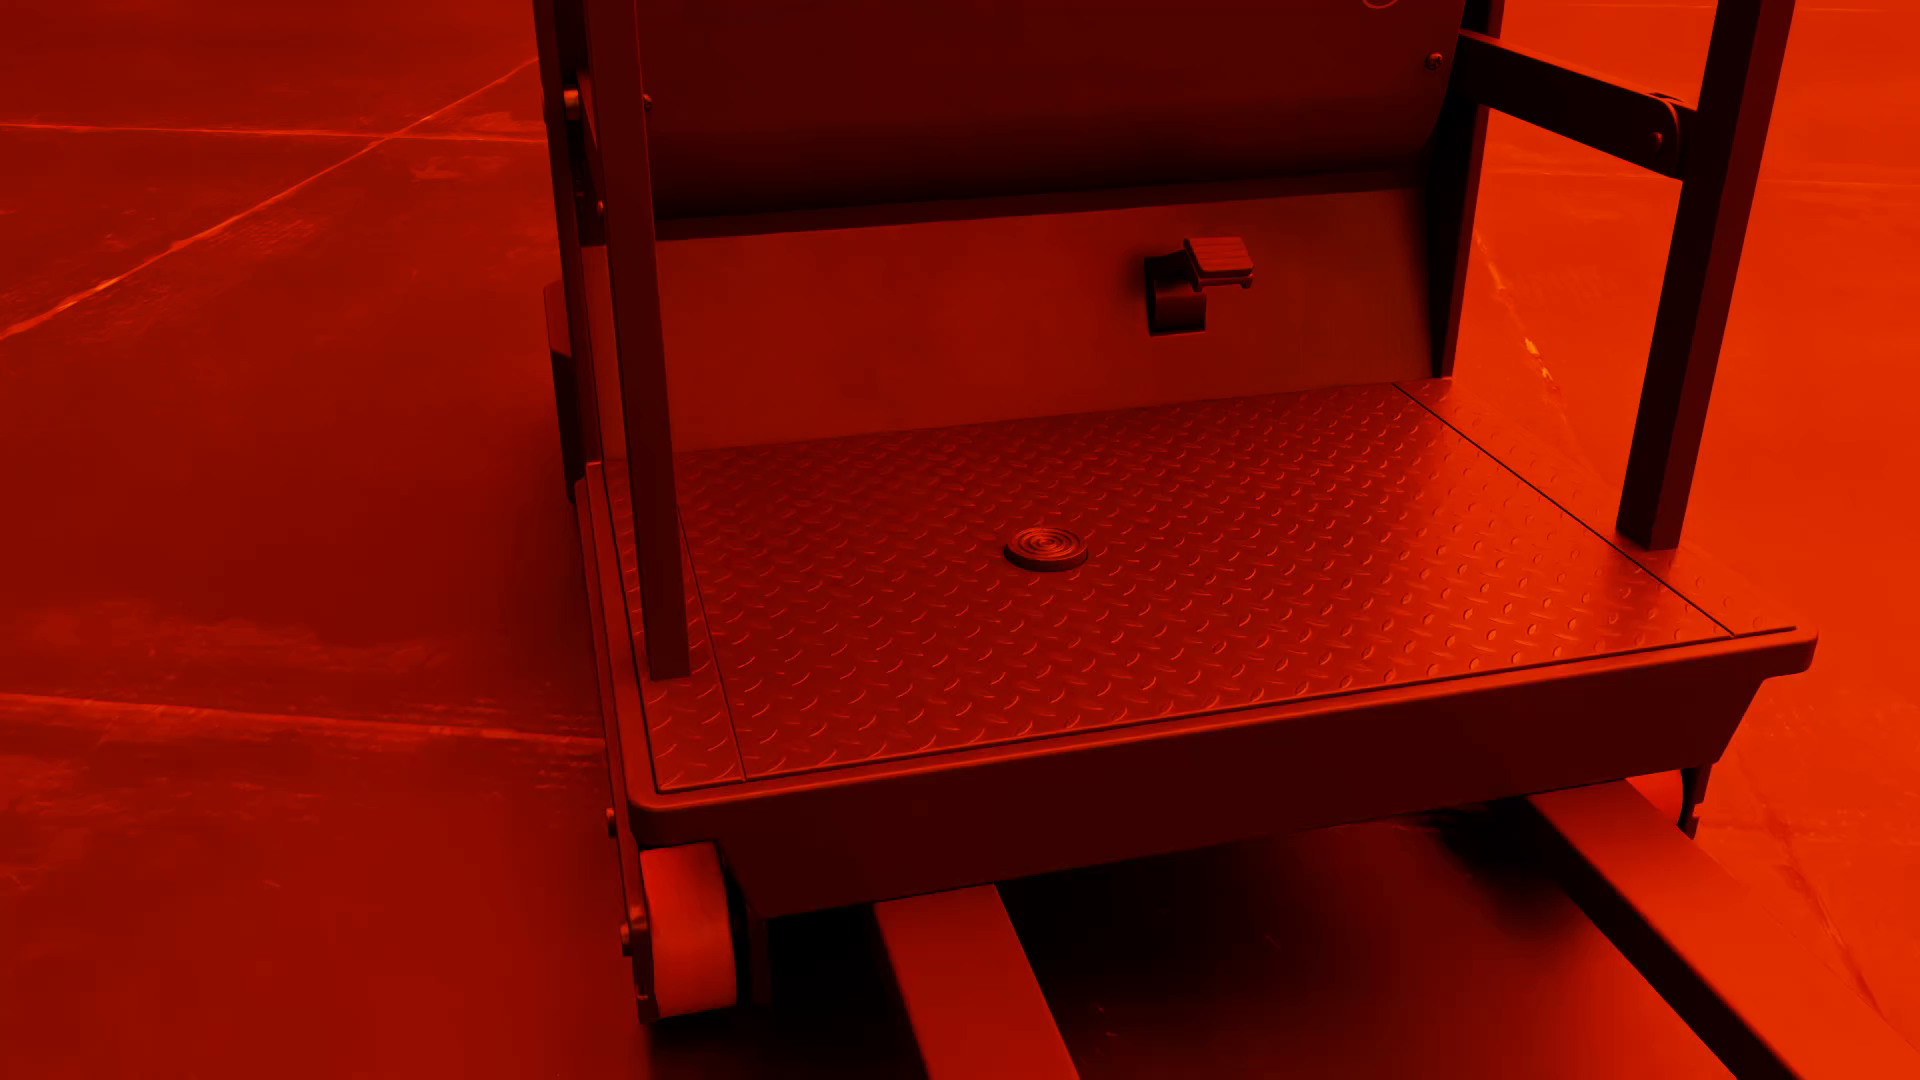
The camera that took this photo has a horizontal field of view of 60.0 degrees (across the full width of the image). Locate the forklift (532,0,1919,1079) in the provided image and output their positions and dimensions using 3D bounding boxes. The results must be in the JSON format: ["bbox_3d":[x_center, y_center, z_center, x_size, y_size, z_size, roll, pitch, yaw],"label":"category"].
[{"bbox_3d":[0.153,-1.049,1.319,1.130,2.935,3.031,-7,27,-13],"label":"forklift"}]
